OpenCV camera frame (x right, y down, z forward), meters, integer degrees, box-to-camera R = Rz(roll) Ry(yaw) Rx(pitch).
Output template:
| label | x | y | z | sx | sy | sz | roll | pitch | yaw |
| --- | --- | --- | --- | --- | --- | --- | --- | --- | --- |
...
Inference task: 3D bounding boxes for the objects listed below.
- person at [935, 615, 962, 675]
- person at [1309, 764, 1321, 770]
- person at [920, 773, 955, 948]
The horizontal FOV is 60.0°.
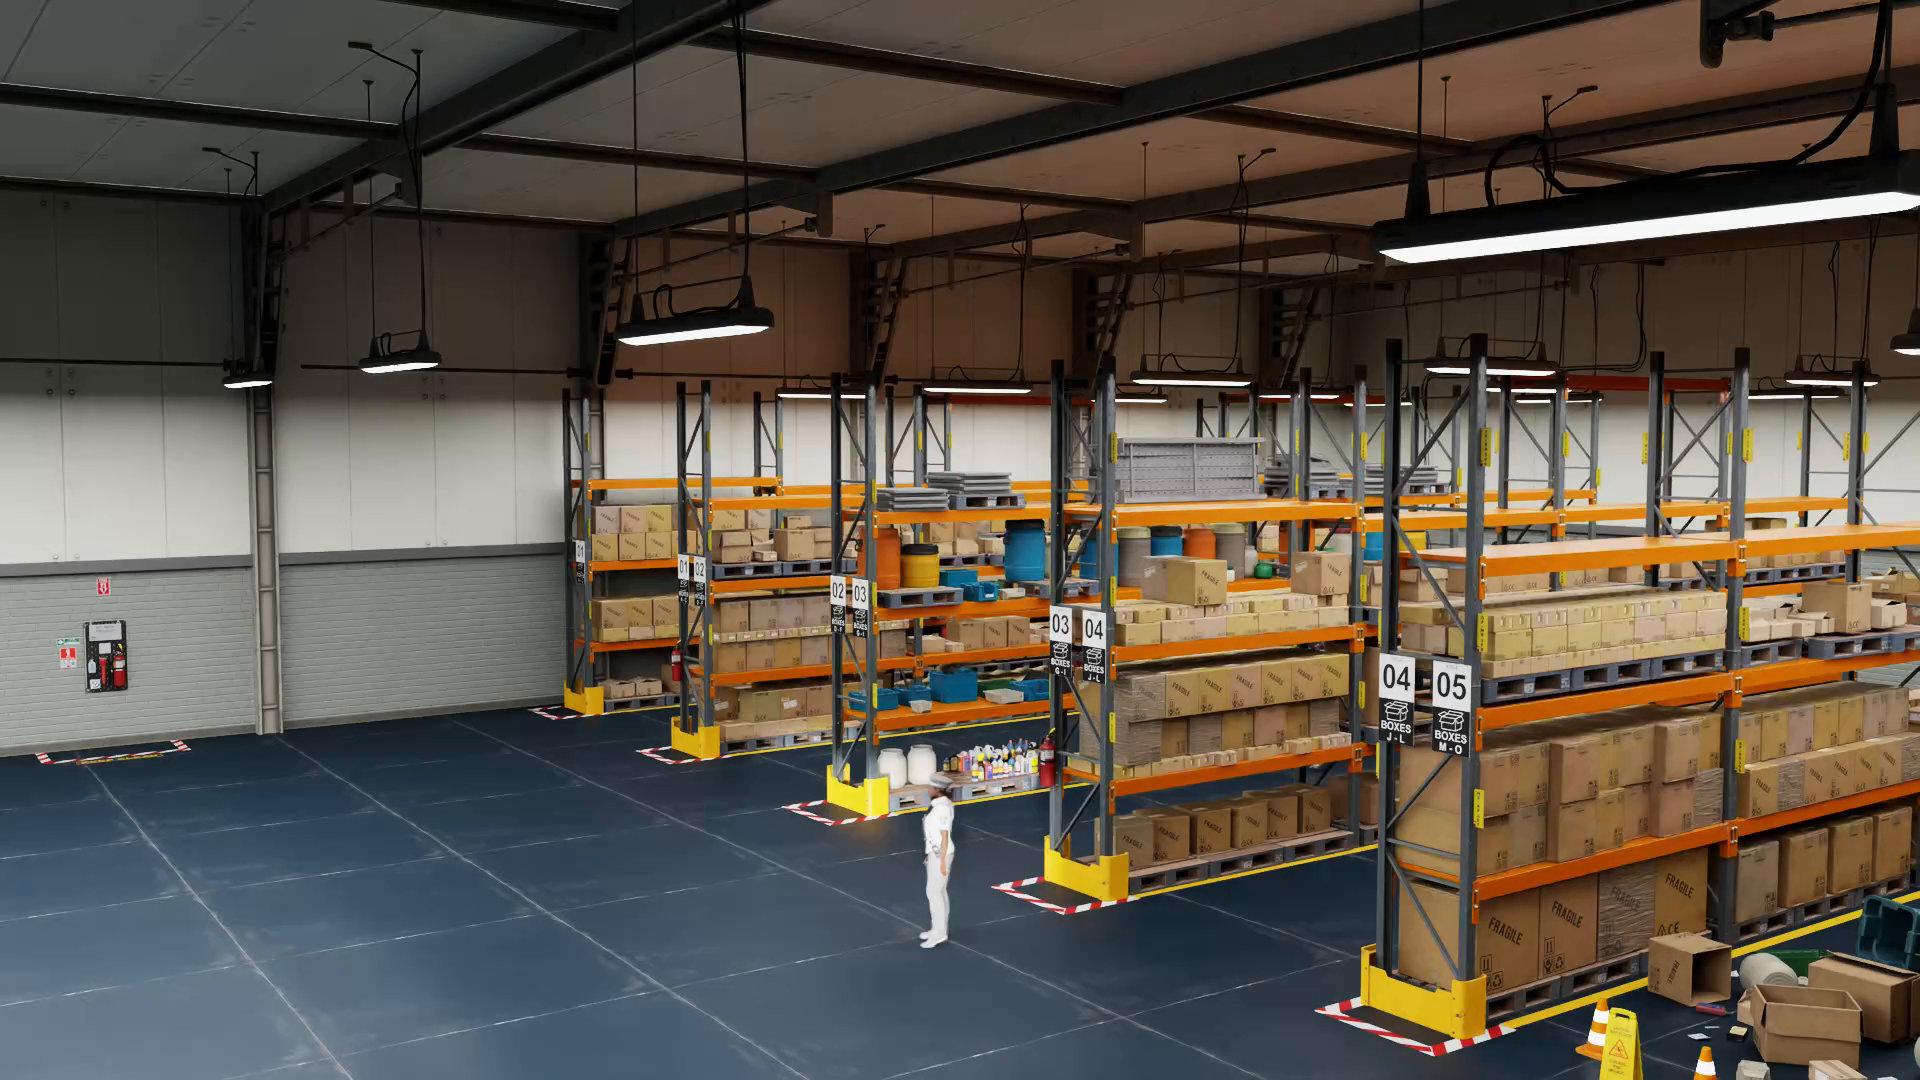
| label | x | y | z | sx | sy | sz | roll | pitch | yaw |
| --- | --- | --- | --- | --- | --- | --- | --- | --- | --- |
| person | -0.208 | 2.268 | 32.041 | 1.060 | 1.647 | 0.693 | -3 | 5 | -37 |
| person | 5.638 | 2.684 | 25.734 | 0.980 | 1.644 | 0.603 | -3 | 5 | -42 |
| person | -0.234 | 3.251 | 16.943 | 0.360 | 1.722 | 0.551 | 0 | 4 | -2 |
